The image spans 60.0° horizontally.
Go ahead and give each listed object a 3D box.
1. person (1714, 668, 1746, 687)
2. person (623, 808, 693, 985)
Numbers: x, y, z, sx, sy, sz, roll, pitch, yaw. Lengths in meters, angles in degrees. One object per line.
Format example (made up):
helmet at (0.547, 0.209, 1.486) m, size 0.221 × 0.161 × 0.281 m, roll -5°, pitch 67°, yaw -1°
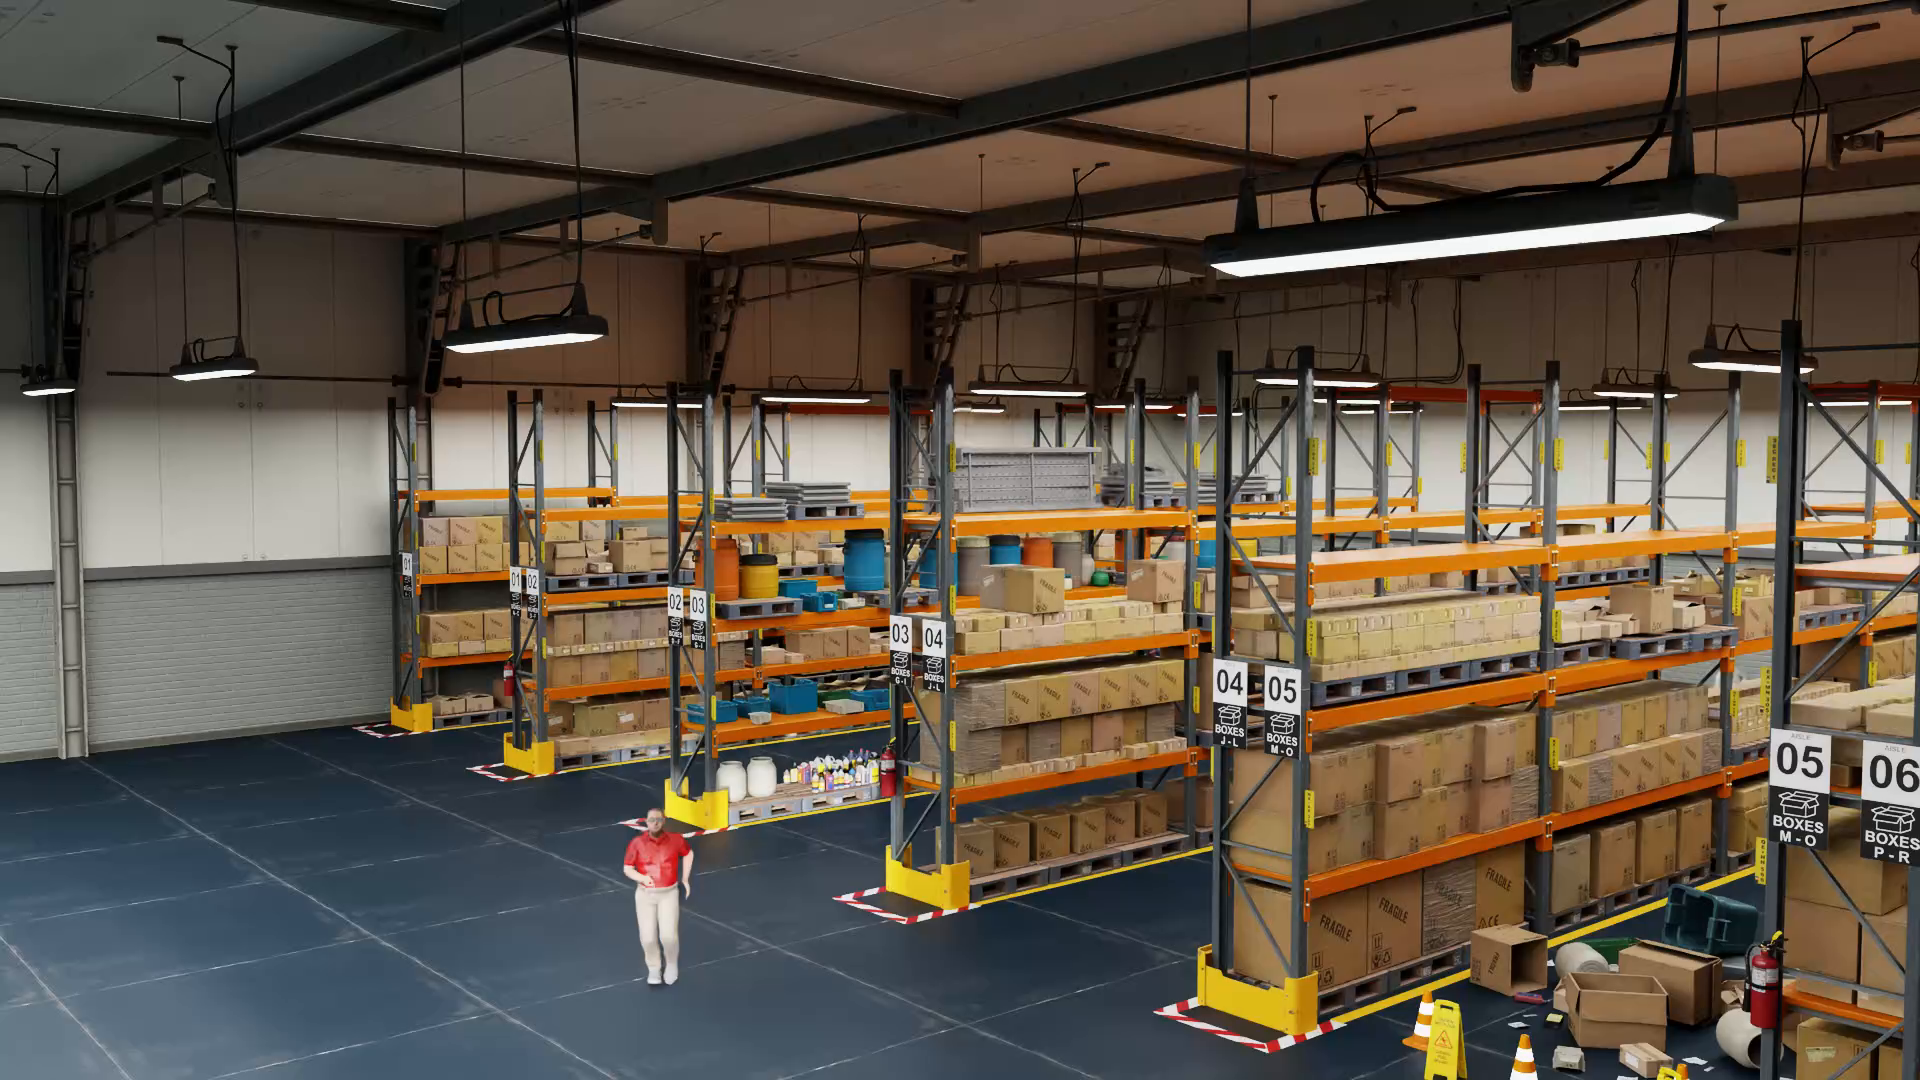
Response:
person at (13.033, 2.735, 28.055) m, size 0.639 × 1.571 × 0.812 m, roll 1°, pitch 3°, yaw 11°
person at (-2.855, 3.388, 15.725) m, size 0.646 × 1.697 × 0.655 m, roll 0°, pitch 3°, yaw -7°
